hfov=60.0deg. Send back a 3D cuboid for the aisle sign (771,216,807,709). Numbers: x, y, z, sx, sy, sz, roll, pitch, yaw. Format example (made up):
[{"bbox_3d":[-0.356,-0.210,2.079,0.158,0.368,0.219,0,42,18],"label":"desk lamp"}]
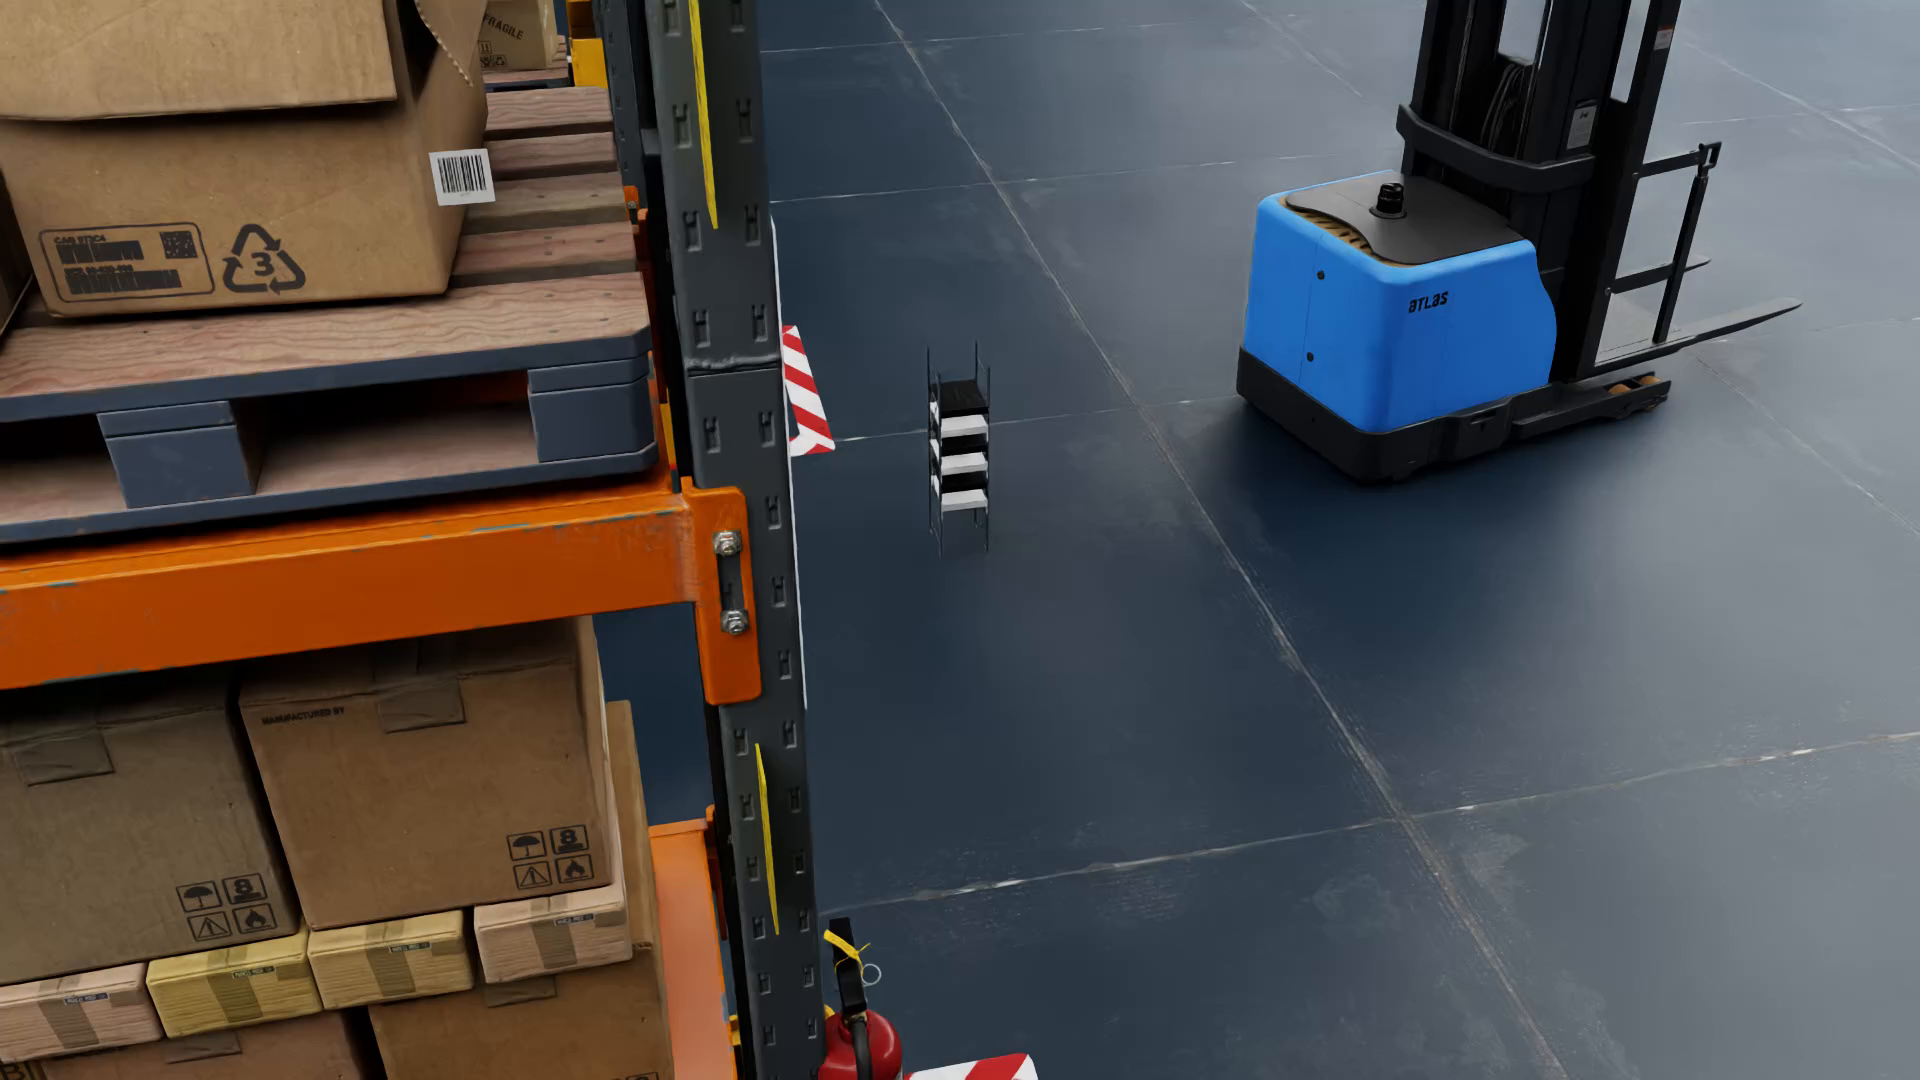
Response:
[{"bbox_3d":[-0.279,-0.175,2.486,0.004,0.787,0.394,-7,35,-11],"label":"aisle sign"}]

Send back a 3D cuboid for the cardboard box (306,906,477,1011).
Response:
[{"bbox_3d":[-0.994,0.625,2.955,0.250,0.149,0.380,-6,34,-9],"label":"cardboard box"}]

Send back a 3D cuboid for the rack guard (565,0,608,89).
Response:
[{"bbox_3d":[-2.664,-3.585,12.143,0.348,0.500,1.175,-7,35,-11],"label":"rack guard"}]

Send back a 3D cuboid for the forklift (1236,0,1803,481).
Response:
[{"bbox_3d":[2.914,-2.053,7.679,3.031,2.935,1.130,-16,37,-22],"label":"forklift"}]

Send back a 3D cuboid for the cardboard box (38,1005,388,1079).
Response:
[{"bbox_3d":[-1.378,0.829,3.234,0.500,0.500,0.700,-6,34,-9],"label":"cardboard box"}]

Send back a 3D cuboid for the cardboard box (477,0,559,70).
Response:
[{"bbox_3d":[-3.203,-3.701,11.939,0.500,0.500,0.500,-1,34,-2],"label":"cardboard box"}]

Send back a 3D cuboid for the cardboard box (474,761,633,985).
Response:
[{"bbox_3d":[-0.739,0.592,3.004,0.250,0.149,0.380,-8,35,-11],"label":"cardboard box"}]

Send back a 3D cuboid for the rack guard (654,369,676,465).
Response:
[{"bbox_3d":[-1.561,-0.867,8.094,0.348,0.500,1.175,-7,35,-11],"label":"rack guard"}]

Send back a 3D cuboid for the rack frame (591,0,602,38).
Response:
[{"bbox_3d":[-2.590,-4.632,11.461,0.127,3.000,1.000,-7,35,-11],"label":"rack frame"}]

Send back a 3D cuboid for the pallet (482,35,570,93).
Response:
[{"bbox_3d":[-3.464,-3.384,12.103,1.213,0.211,1.003,-7,35,-11],"label":"pallet"}]

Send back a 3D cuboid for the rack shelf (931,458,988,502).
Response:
[{"bbox_3d":[-0.008,-0.270,7.066,0.200,0.077,0.258,-7,35,-11],"label":"rack shelf"}]

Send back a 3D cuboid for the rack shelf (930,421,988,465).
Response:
[{"bbox_3d":[-0.008,-0.420,6.966,0.200,0.077,0.258,-7,35,-11],"label":"rack shelf"}]

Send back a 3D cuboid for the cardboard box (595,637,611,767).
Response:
[{"bbox_3d":[-0.838,0.373,3.331,0.250,0.149,0.380,-7,35,-11],"label":"cardboard box"}]

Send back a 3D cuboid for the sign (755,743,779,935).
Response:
[{"bbox_3d":[-0.302,0.470,2.606,0.005,0.325,0.100,-7,35,-11],"label":"sign"}]

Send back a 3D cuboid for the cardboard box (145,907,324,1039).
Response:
[{"bbox_3d":[-1.243,0.657,2.908,0.250,0.149,0.380,-8,35,-11],"label":"cardboard box"}]

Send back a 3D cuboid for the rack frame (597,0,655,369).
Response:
[{"bbox_3d":[-1.497,-1.940,7.449,0.127,3.000,1.000,-7,35,-11],"label":"rack frame"}]

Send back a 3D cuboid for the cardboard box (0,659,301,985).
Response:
[{"bbox_3d":[-1.430,0.297,2.862,0.500,0.500,0.700,-8,35,-12],"label":"cardboard box"}]

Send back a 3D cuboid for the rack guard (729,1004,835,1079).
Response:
[{"bbox_3d":[-0.385,1.788,4.138,0.348,0.500,1.175,-7,35,-11],"label":"rack guard"}]

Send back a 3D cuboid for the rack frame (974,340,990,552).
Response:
[{"bbox_3d":[0.091,-0.385,7.016,0.006,0.900,0.240,-7,35,-11],"label":"rack frame"}]

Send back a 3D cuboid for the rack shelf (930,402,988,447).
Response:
[{"bbox_3d":[-0.008,-0.494,6.916,0.200,0.077,0.258,-7,35,-11],"label":"rack shelf"}]

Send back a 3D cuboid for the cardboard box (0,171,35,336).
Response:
[{"bbox_3d":[-1.473,-0.378,2.062,0.500,0.250,0.500,-7,35,-11],"label":"cardboard box"}]

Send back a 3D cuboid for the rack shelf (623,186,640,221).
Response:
[{"bbox_3d":[-3.448,-1.395,7.283,4.000,0.370,1.077,-7,35,-11],"label":"rack shelf"}]

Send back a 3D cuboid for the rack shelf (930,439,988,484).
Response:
[{"bbox_3d":[-0.008,-0.345,7.016,0.200,0.077,0.258,-7,35,-11],"label":"rack shelf"}]

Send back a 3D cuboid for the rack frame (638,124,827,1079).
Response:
[{"bbox_3d":[-0.408,0.753,3.437,0.127,3.000,1.000,-7,35,-11],"label":"rack frame"}]

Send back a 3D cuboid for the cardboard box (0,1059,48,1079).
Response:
[{"bbox_3d":[-1.863,0.887,3.147,0.500,0.500,0.700,-7,34,-10],"label":"cardboard box"}]

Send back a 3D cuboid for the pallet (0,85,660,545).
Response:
[{"bbox_3d":[-1.104,-0.383,2.517,1.213,0.211,1.003,-7,35,-11],"label":"pallet"}]

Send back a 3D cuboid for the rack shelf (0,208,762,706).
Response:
[{"bbox_3d":[-2.359,0.052,2.435,4.000,0.370,1.077,-7,35,-11],"label":"rack shelf"}]

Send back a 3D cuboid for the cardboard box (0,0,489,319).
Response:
[{"bbox_3d":[-0.970,-0.700,2.314,0.637,0.503,0.797,-5,34,-7],"label":"cardboard box"}]

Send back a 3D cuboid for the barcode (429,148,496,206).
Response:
[{"bbox_3d":[-0.596,-0.435,1.993,0.075,0.075,0.001,-7,35,-11],"label":"barcode"}]

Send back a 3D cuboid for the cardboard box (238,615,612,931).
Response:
[{"bbox_3d":[-0.918,0.229,2.962,0.500,0.500,0.700,-7,35,-10],"label":"cardboard box"}]

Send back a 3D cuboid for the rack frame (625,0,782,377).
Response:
[{"bbox_3d":[-0.408,-1.739,1.765,0.127,3.000,1.000,-7,35,-11],"label":"rack frame"}]

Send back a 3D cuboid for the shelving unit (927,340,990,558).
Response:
[{"bbox_3d":[-0.008,-0.373,6.998,0.210,0.900,0.258,-7,35,-11],"label":"shelving unit"}]

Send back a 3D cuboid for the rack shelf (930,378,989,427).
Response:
[{"bbox_3d":[-0.008,-0.569,6.866,0.200,0.077,0.258,-7,35,-11],"label":"rack shelf"}]

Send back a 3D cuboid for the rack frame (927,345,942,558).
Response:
[{"bbox_3d":[-0.107,-0.360,6.979,0.006,0.900,0.240,-7,35,-11],"label":"rack frame"}]

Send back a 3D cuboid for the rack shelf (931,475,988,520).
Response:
[{"bbox_3d":[-0.008,-0.196,7.117,0.200,0.077,0.258,-7,35,-11],"label":"rack shelf"}]

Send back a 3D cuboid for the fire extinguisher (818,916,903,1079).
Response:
[{"bbox_3d":[-0.190,1.023,3.104,0.183,0.674,0.296,-7,35,-11],"label":"fire extinguisher"}]

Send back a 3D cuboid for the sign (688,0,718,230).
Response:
[{"bbox_3d":[-0.302,-0.531,1.934,0.005,0.325,0.100,-7,35,-11],"label":"sign"}]

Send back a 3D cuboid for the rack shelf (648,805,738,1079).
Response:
[{"bbox_3d":[-2.359,1.297,3.271,4.000,0.370,1.077,-7,35,-11],"label":"rack shelf"}]

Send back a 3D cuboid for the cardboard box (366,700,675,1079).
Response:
[{"bbox_3d":[-0.866,0.761,3.334,0.500,0.500,0.700,-7,35,-11],"label":"cardboard box"}]

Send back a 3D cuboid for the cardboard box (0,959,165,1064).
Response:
[{"bbox_3d":[-1.489,0.686,2.863,0.250,0.149,0.380,-7,34,-10],"label":"cardboard box"}]
